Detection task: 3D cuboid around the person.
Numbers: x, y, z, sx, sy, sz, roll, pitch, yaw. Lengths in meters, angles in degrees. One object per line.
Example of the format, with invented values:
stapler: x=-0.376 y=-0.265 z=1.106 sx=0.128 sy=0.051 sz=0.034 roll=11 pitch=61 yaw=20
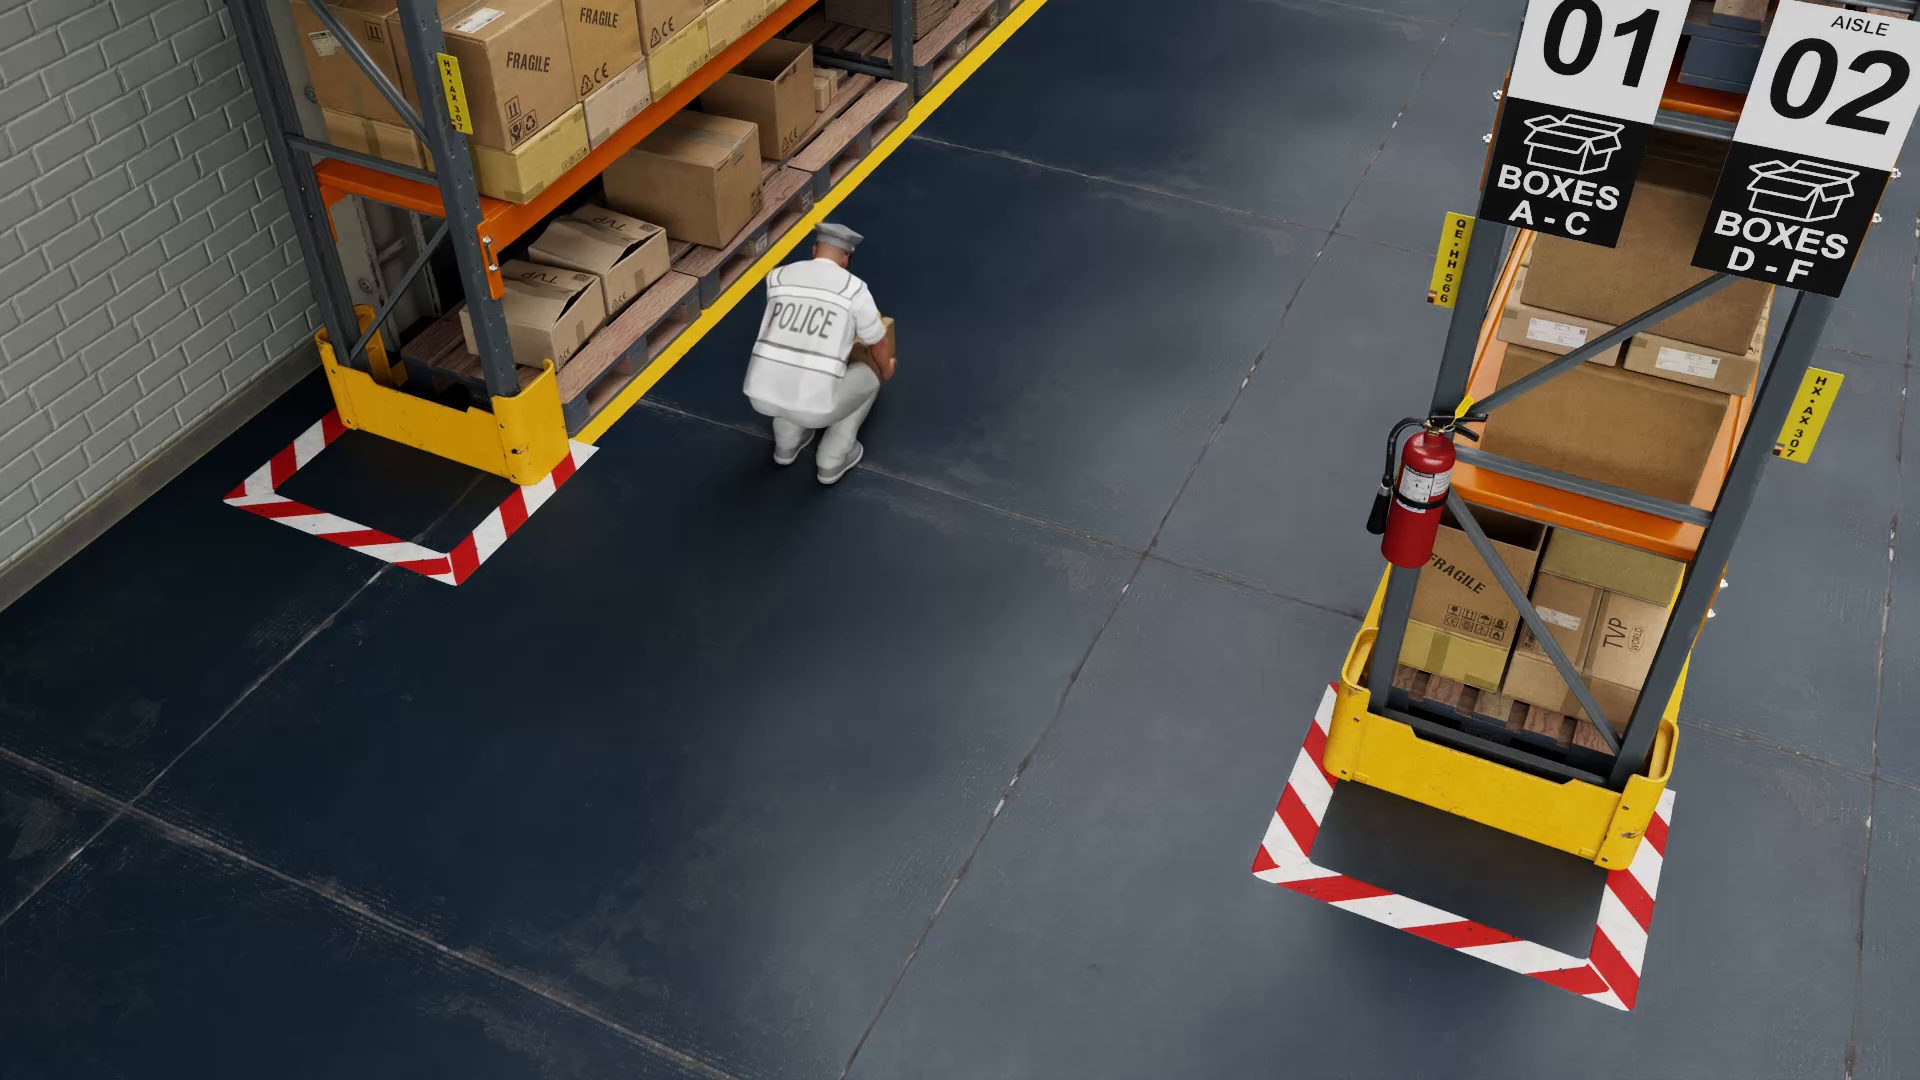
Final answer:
person: x=-0.667 y=-0.855 z=7.655 sx=0.566 sy=1.038 sz=0.916 roll=17 pitch=45 yaw=18
